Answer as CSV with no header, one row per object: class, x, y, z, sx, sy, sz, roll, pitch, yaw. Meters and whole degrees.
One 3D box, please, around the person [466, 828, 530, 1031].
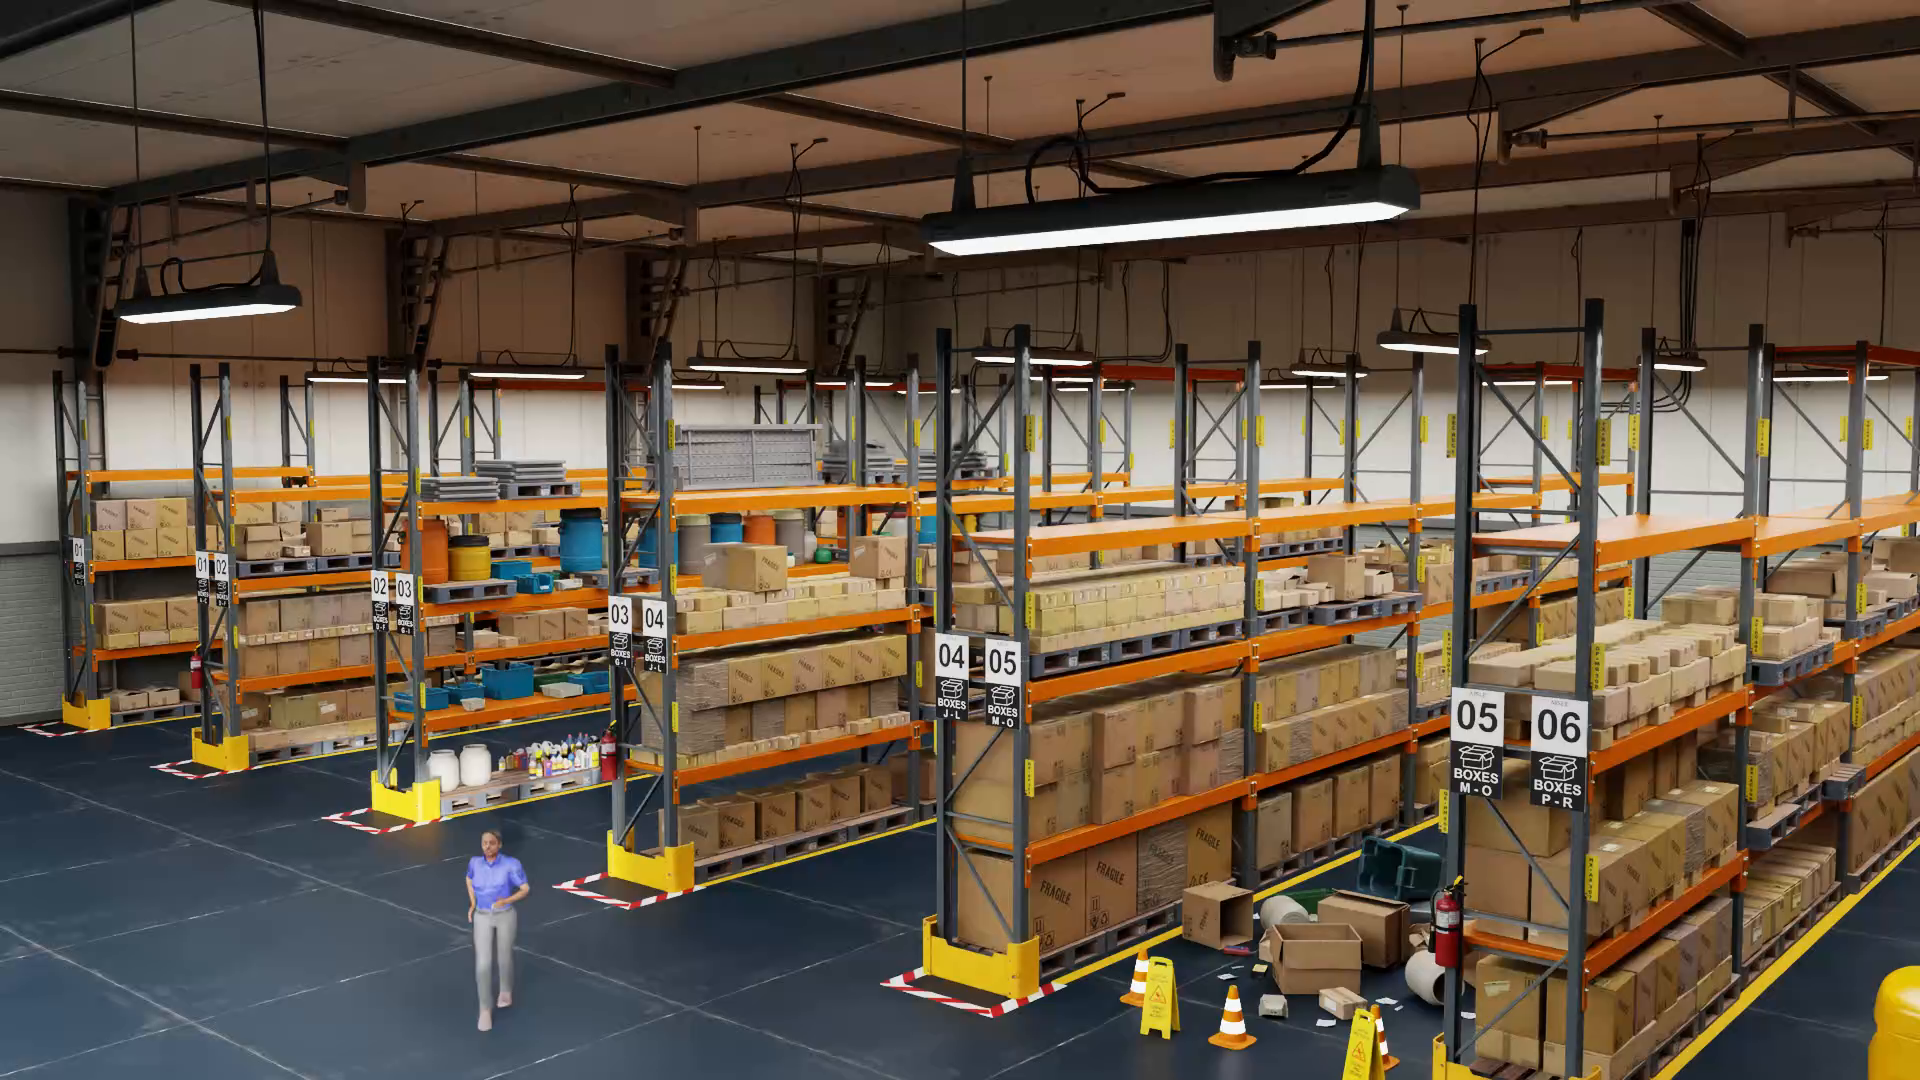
person,-3.984,3.315,14.334,0.560,1.714,0.752,-1,4,-8
